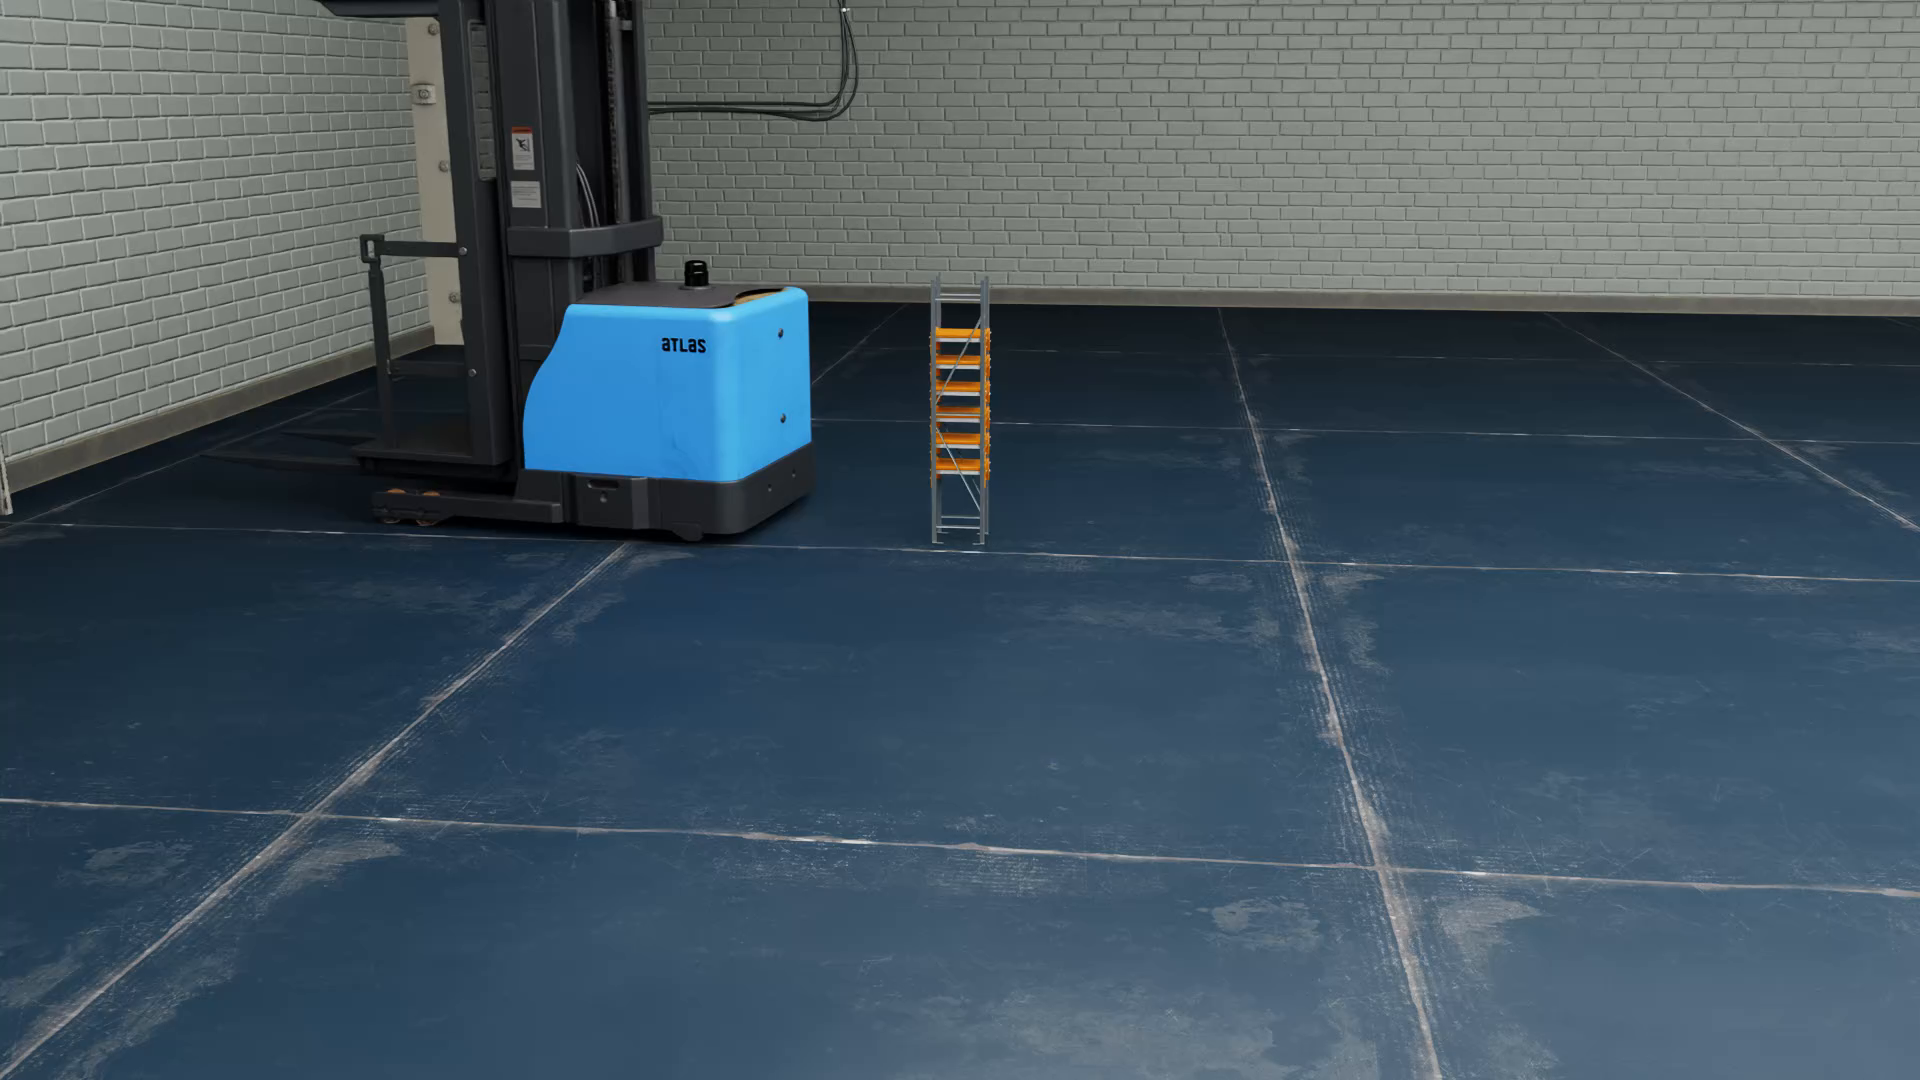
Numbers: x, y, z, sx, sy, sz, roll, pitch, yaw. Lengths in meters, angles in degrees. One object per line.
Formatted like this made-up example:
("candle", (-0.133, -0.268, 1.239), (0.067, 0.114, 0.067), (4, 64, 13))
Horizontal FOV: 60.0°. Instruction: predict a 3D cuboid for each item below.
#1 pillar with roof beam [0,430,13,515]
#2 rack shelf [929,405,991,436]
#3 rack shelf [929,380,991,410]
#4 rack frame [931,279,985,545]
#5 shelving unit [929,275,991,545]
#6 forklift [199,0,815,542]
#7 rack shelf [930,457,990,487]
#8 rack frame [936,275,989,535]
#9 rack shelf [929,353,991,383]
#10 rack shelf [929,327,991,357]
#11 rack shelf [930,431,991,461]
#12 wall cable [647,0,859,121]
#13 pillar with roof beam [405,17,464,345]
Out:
("pillar with roof beam", (-0.543, -4.307, 6.349), (9.100, 9.000, 0.400), (2, 15, 6))
("rack shelf", (0.002, -0.540, 7.531), (0.258, 0.103, 0.180), (2, 15, 6))
("rack shelf", (0.002, -0.656, 7.500), (0.258, 0.103, 0.180), (2, 15, 6))
("rack frame", (-0.009, -0.559, 7.432), (0.240, 1.200, 0.006), (2, 15, 6))
("shelving unit", (0.002, -0.583, 7.519), (0.258, 1.200, 0.189), (2, 15, 6))
("forklift", (-2.302, -1.605, 7.981), (3.031, 2.935, 1.130), (4, 16, 16))
("rack shelf", (0.002, -0.308, 7.594), (0.258, 0.103, 0.180), (2, 15, 6))
("rack frame", (0.012, -0.607, 7.607), (0.240, 1.200, 0.006), (2, 15, 6))
("rack shelf", (0.002, -0.772, 7.468), (0.258, 0.103, 0.180), (2, 15, 6))
("rack shelf", (0.002, -0.888, 7.437), (0.258, 0.103, 0.180), (2, 15, 6))
("rack shelf", (0.002, -0.424, 7.562), (0.258, 0.103, 0.180), (2, 15, 6))
("wall cable", (-2.497, -5.216, 15.660), (3.097, 2.526, 0.112), (2, 15, 6))
("pillar with roof beam", (0.134, -5.863, 12.104), (9.100, 9.000, 0.400), (2, 15, 6))
